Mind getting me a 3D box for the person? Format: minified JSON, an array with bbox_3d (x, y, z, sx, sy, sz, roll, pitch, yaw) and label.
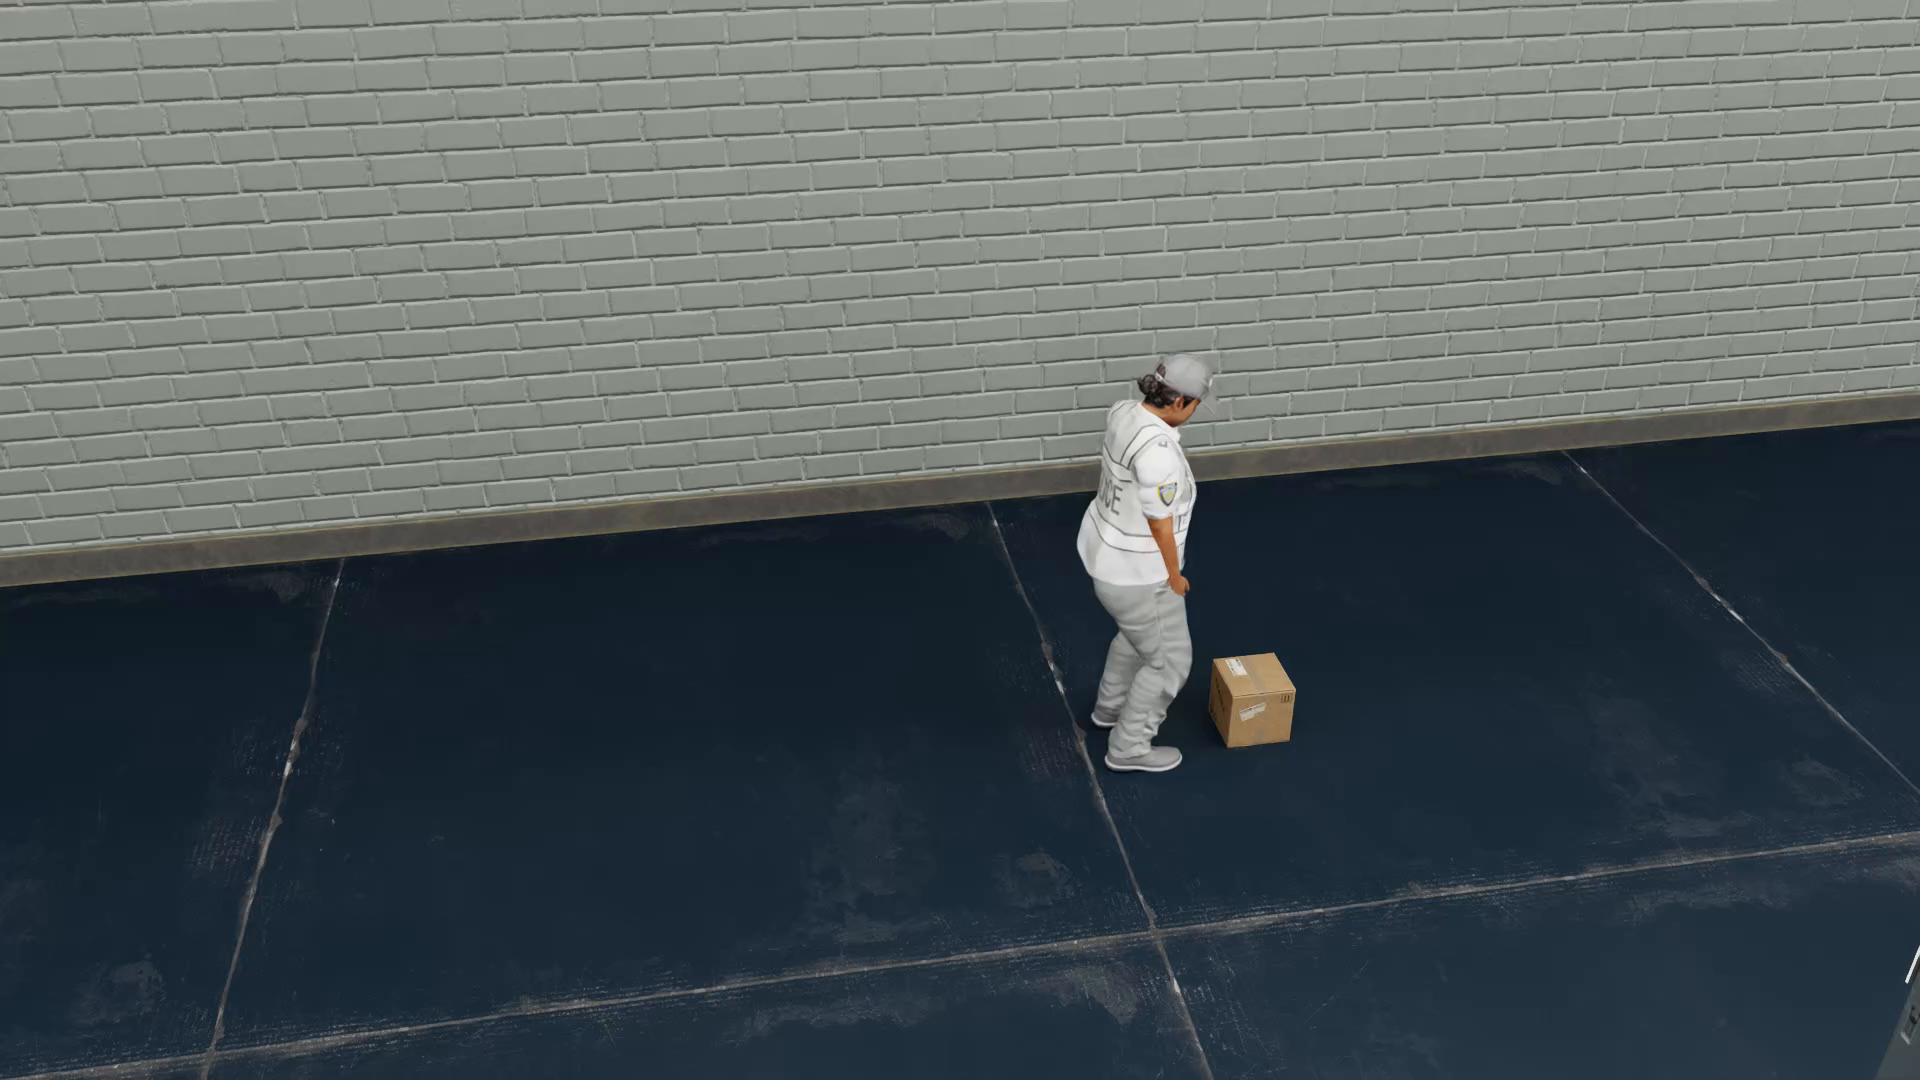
[{"bbox_3d":[0.670,0.077,6.058,0.479,1.619,0.496,-5,31,-8],"label":"person"}]
